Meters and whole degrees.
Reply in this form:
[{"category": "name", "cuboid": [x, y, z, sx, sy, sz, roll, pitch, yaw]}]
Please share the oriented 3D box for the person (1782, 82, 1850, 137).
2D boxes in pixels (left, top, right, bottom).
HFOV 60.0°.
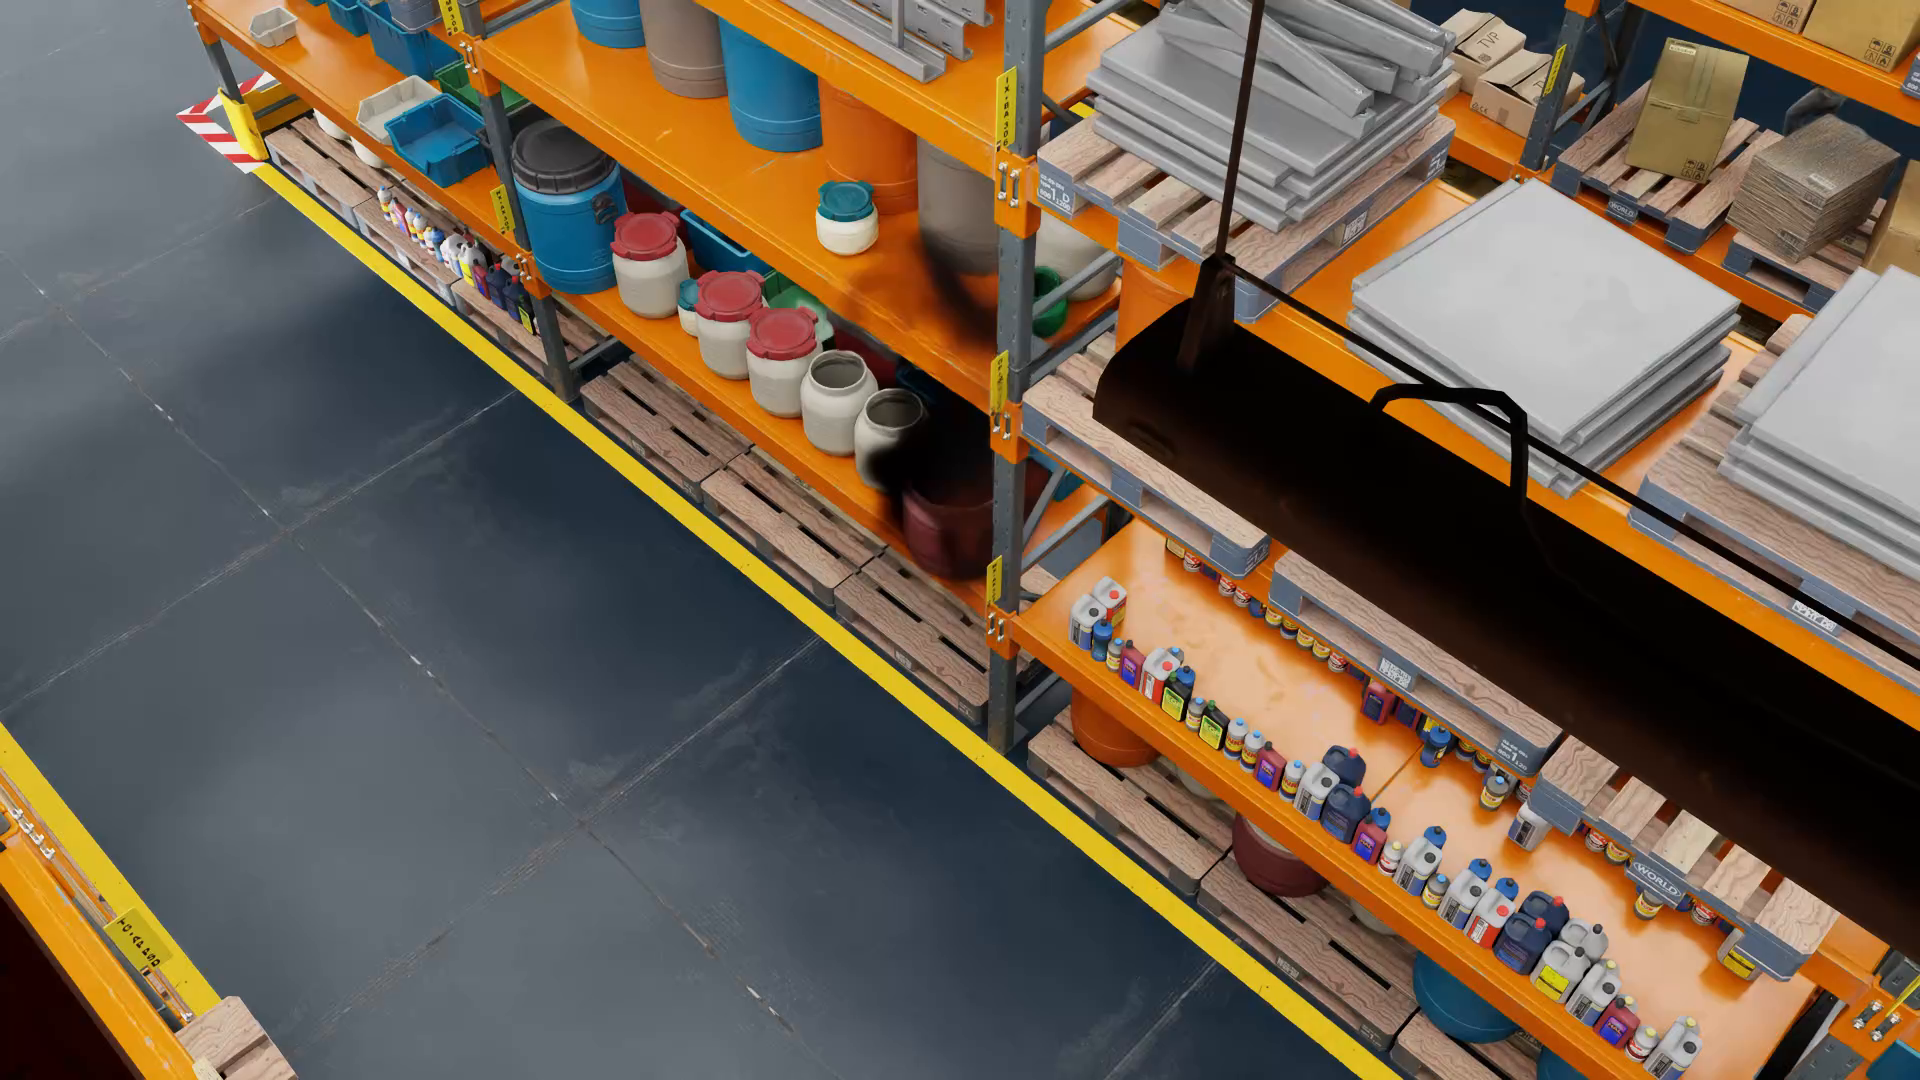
[{"category": "person", "cuboid": [6.463, -3.268, 12.159, 0.869, 1.550, 0.550, 24, 54, 19]}]
